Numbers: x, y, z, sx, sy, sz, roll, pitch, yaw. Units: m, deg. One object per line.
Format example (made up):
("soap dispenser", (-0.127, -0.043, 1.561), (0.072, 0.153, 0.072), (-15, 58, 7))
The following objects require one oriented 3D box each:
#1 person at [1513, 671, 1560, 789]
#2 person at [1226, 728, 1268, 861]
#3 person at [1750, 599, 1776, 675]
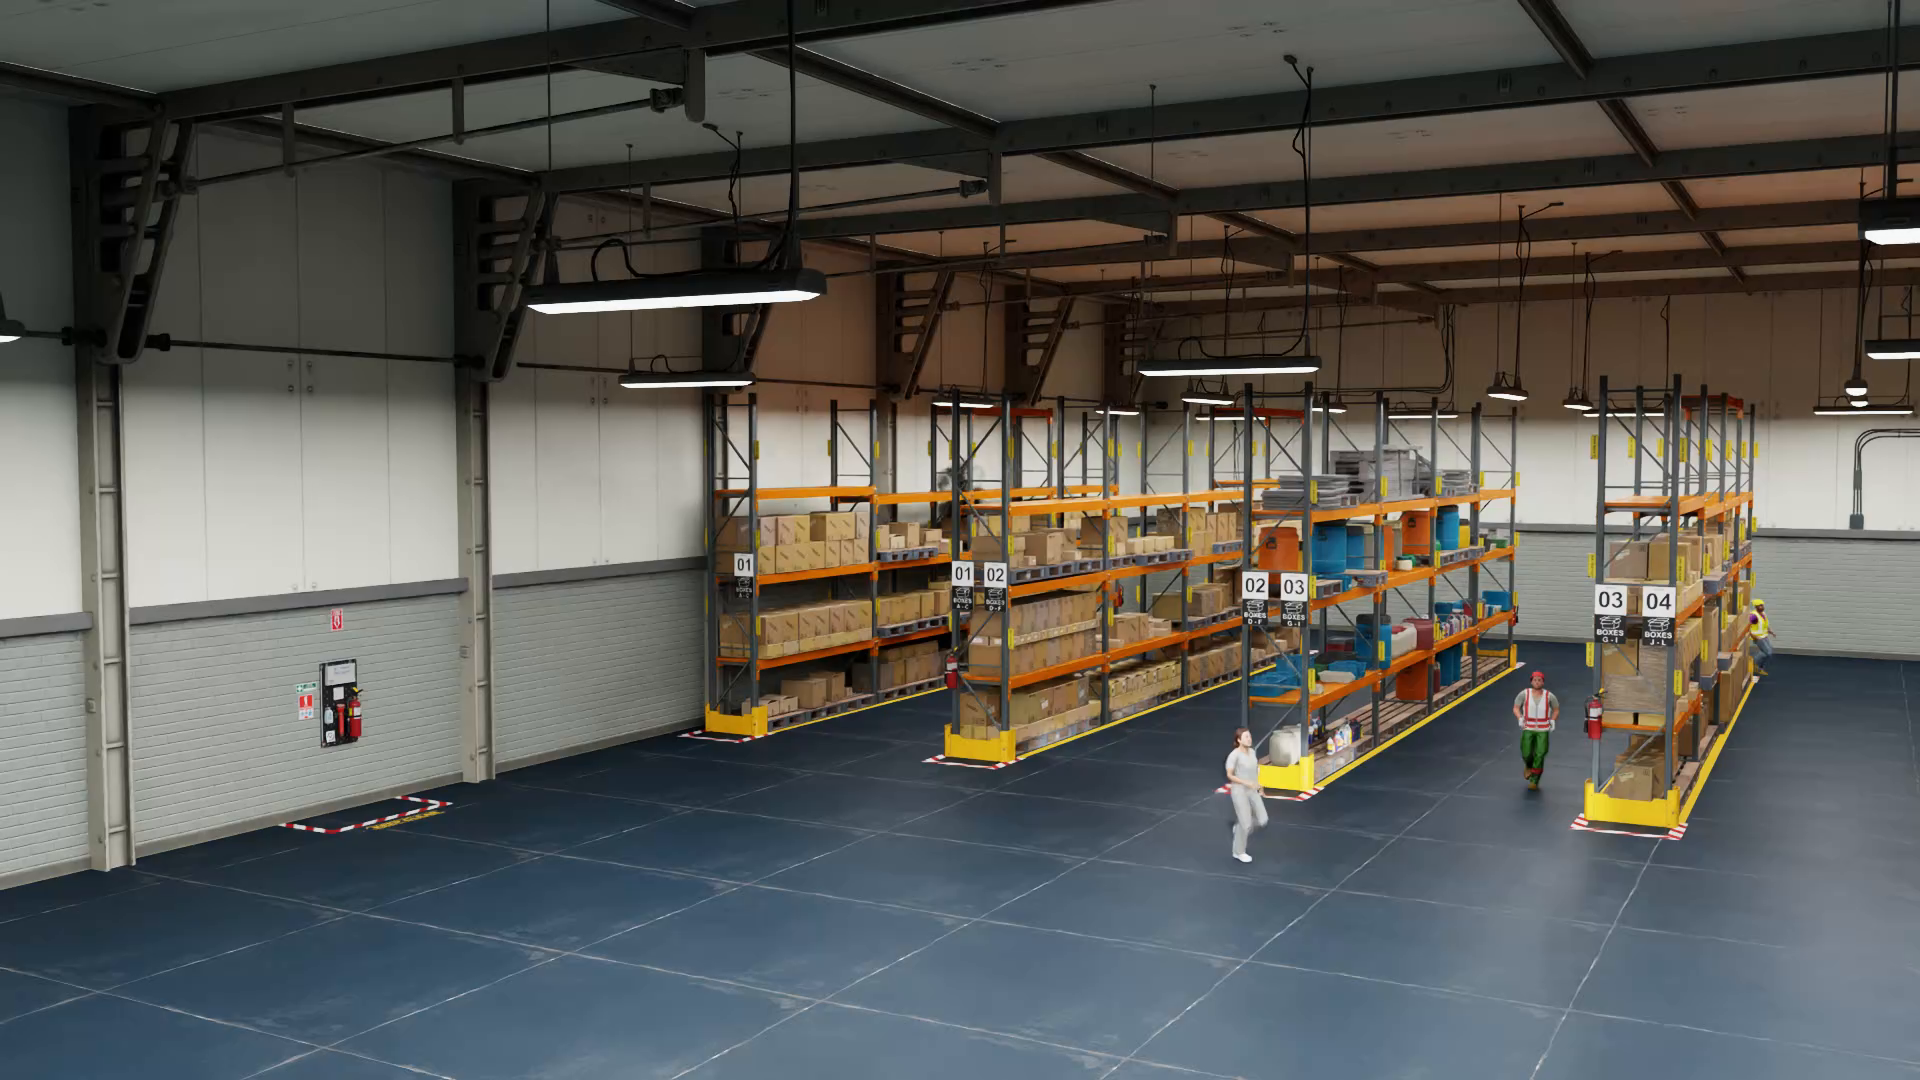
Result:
("person", (8.510, 2.802, 24.559), (0.647, 1.739, 0.537), (1, 3, 19))
("person", (3.489, 3.095, 20.244), (0.560, 1.631, 0.559), (-2, 4, -34))
("person", (17.796, 2.167, 37.002), (0.726, 1.717, 0.540), (-2, 4, -39))
